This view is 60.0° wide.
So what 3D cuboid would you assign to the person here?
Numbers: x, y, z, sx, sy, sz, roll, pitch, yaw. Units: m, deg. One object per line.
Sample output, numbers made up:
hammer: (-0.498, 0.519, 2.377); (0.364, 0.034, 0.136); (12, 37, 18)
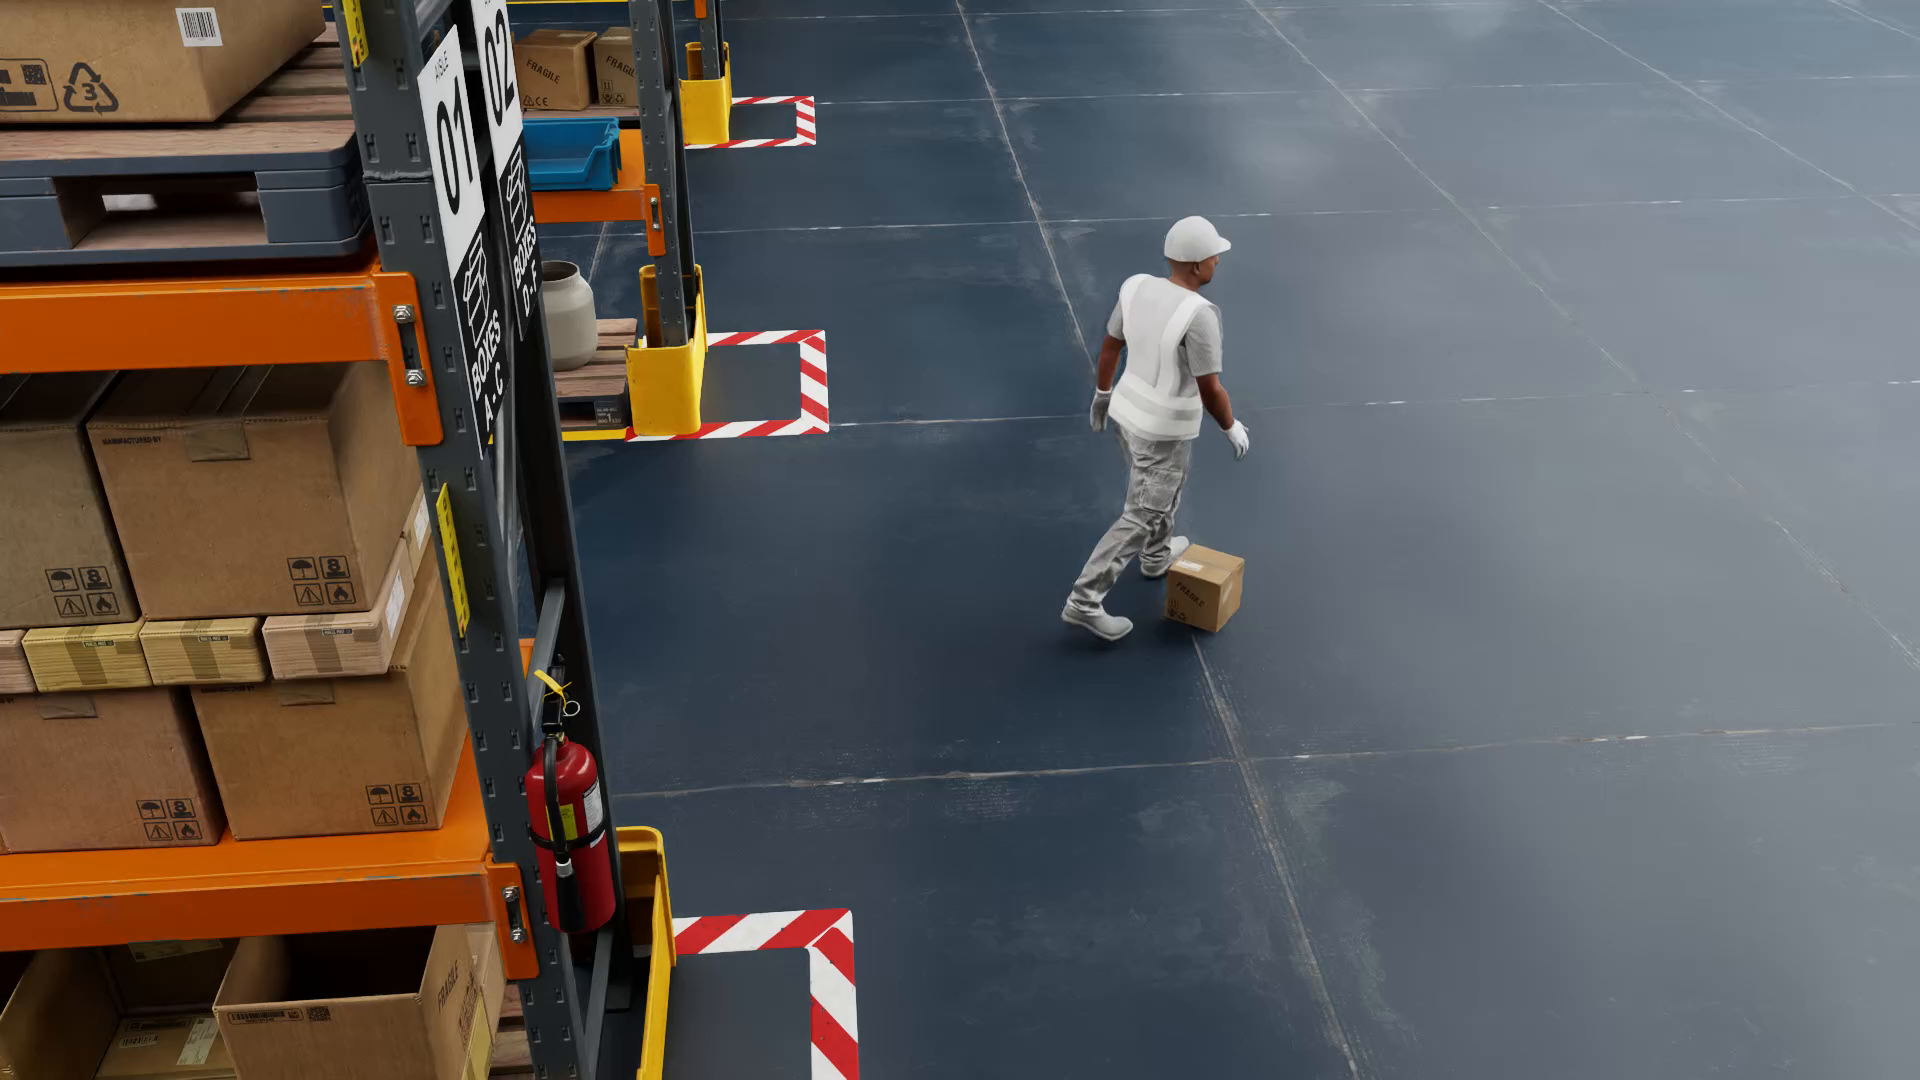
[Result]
person: (0.755, -0.483, 6.946); (0.867, 1.724, 0.668); (-14, 33, -21)
